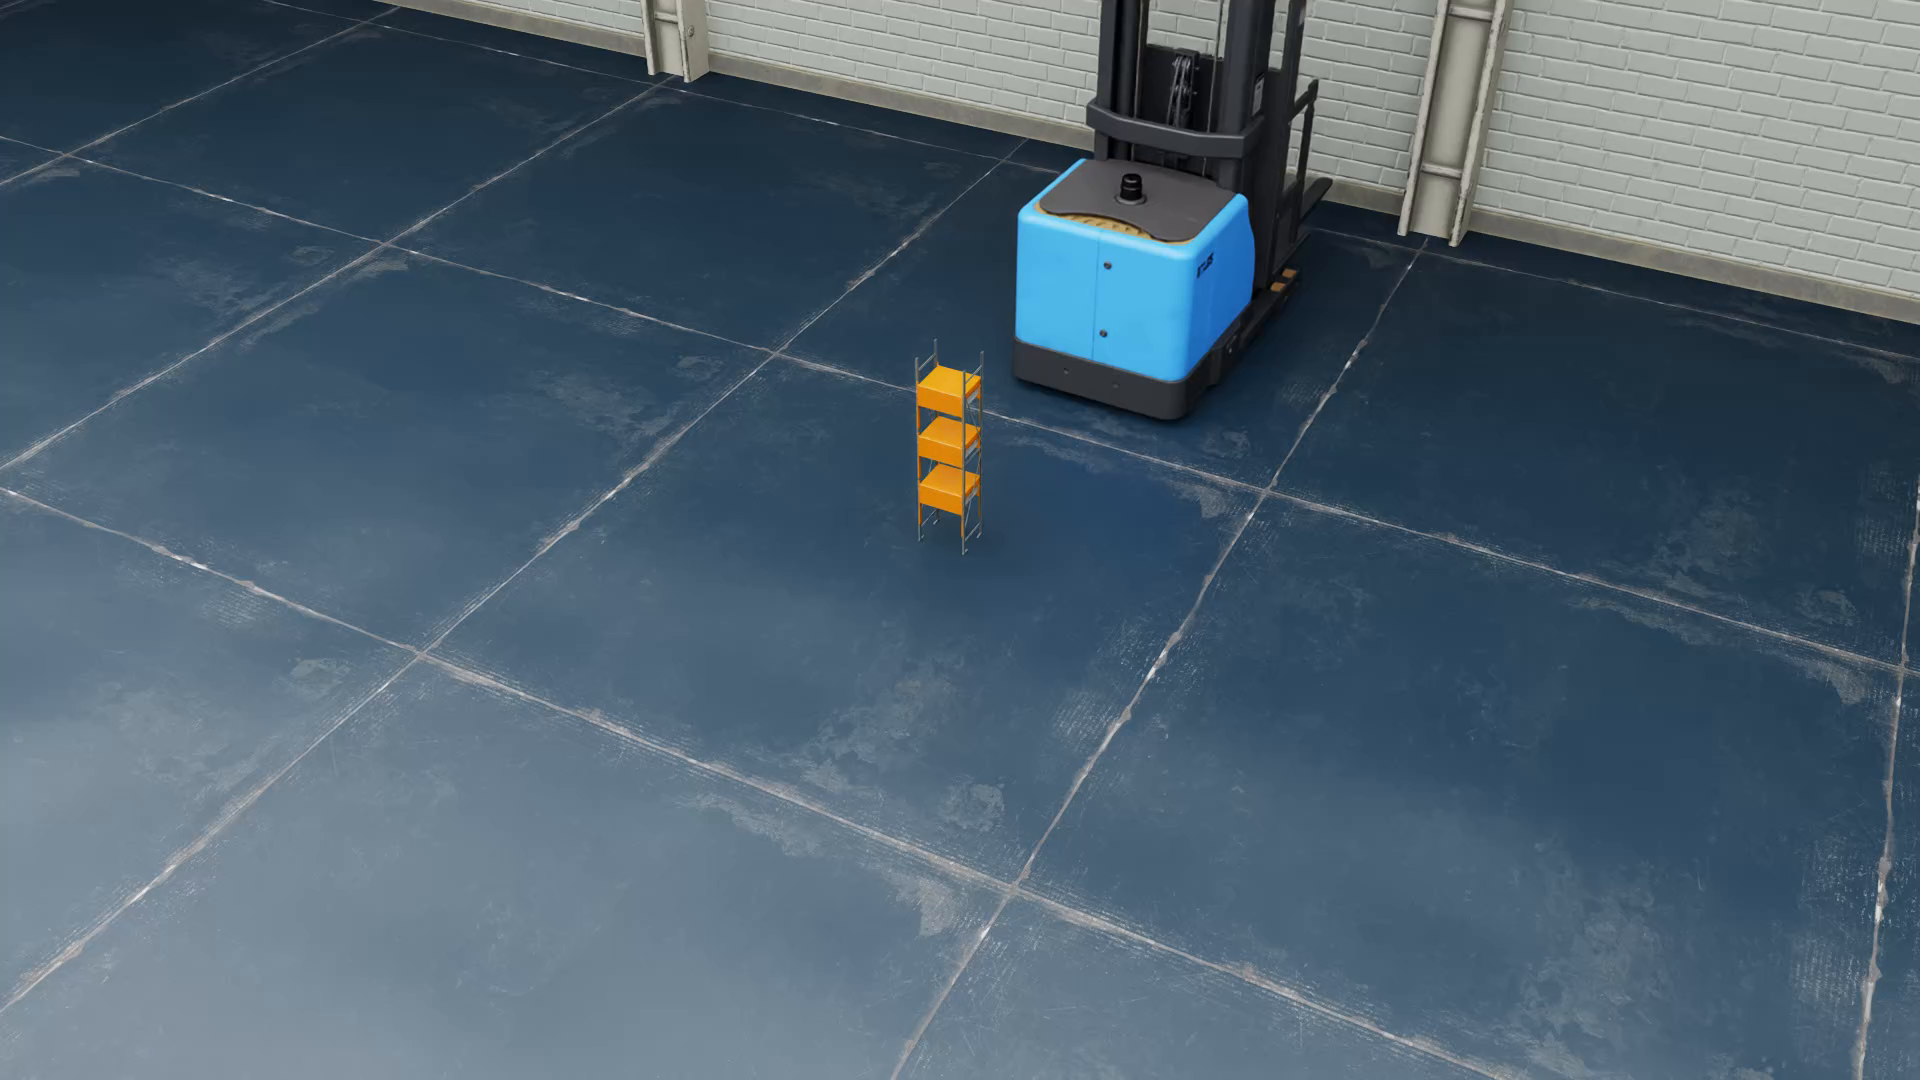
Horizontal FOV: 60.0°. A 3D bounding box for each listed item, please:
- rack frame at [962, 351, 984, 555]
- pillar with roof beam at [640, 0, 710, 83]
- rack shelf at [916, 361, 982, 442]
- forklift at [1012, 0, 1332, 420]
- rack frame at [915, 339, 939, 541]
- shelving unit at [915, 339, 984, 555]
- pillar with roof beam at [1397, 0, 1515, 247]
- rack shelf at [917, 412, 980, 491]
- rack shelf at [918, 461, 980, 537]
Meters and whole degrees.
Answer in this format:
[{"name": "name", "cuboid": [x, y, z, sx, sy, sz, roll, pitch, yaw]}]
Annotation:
[{"name": "rack frame", "cuboid": [0.061, -0.399, 7.927, 0.008, 1.050, 0.200, 17, 41, 21]}, {"name": "pillar with roof beam", "cuboid": [-4.194, -4.977, 7.383, 0.400, 9.000, 9.100, 17, 41, 21]}, {"name": "rack shelf", "cuboid": [-0.048, -0.651, 7.807, 0.240, 0.259, 0.215, 17, 41, 21]}, {"name": "forklift", "cuboid": [1.449, -2.690, 9.389, 1.130, 2.935, 3.031, 19, 41, 23]}, {"name": "rack frame", "cuboid": [-0.156, -0.467, 8.017, 0.008, 1.050, 0.200, 17, 41, 21]}, {"name": "shelving unit", "cuboid": [-0.048, -0.433, 7.972, 0.252, 1.050, 0.215, 17, 41, 21]}, {"name": "pillar with roof beam", "cuboid": [1.134, -3.308, 5.185, 0.400, 9.000, 9.100, 17, 41, 21]}, {"name": "rack shelf", "cuboid": [-0.048, -0.425, 7.978, 0.240, 0.259, 0.215, 17, 41, 21]}, {"name": "rack shelf", "cuboid": [-0.048, -0.203, 8.146, 0.240, 0.259, 0.215, 17, 41, 21]}]
